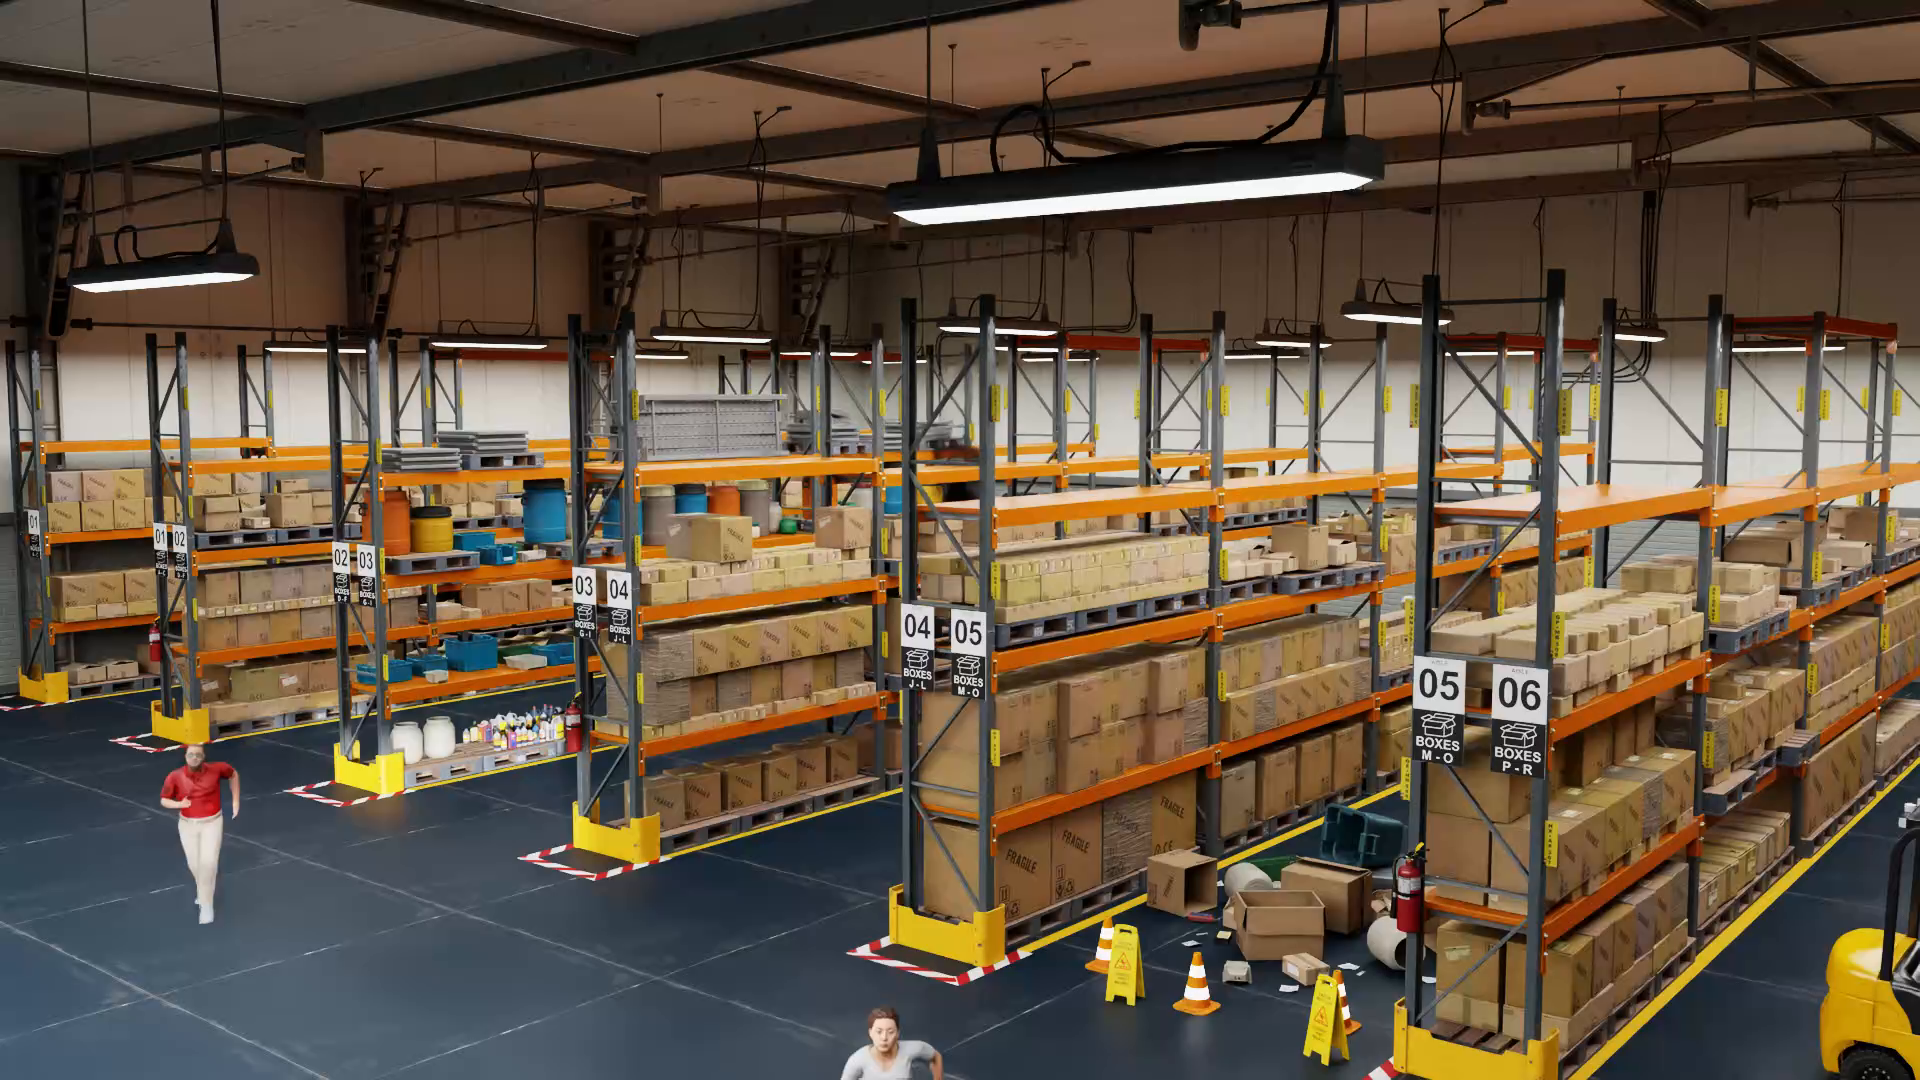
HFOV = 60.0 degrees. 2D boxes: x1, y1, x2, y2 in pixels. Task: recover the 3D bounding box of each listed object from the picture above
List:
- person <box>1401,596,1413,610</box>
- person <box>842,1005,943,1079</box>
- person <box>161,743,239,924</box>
[{"bbox_3d":[7.411,1.807,27.509,0.723,1.796,0.863,5,7,43],"label":"person"},{"bbox_3d":[-0.395,3.469,9.620,0.589,1.660,0.801,0,5,0],"label":"person"},{"bbox_3d":[-7.467,2.853,16.368,0.686,1.777,0.859,-2,5,-20],"label":"person"}]
